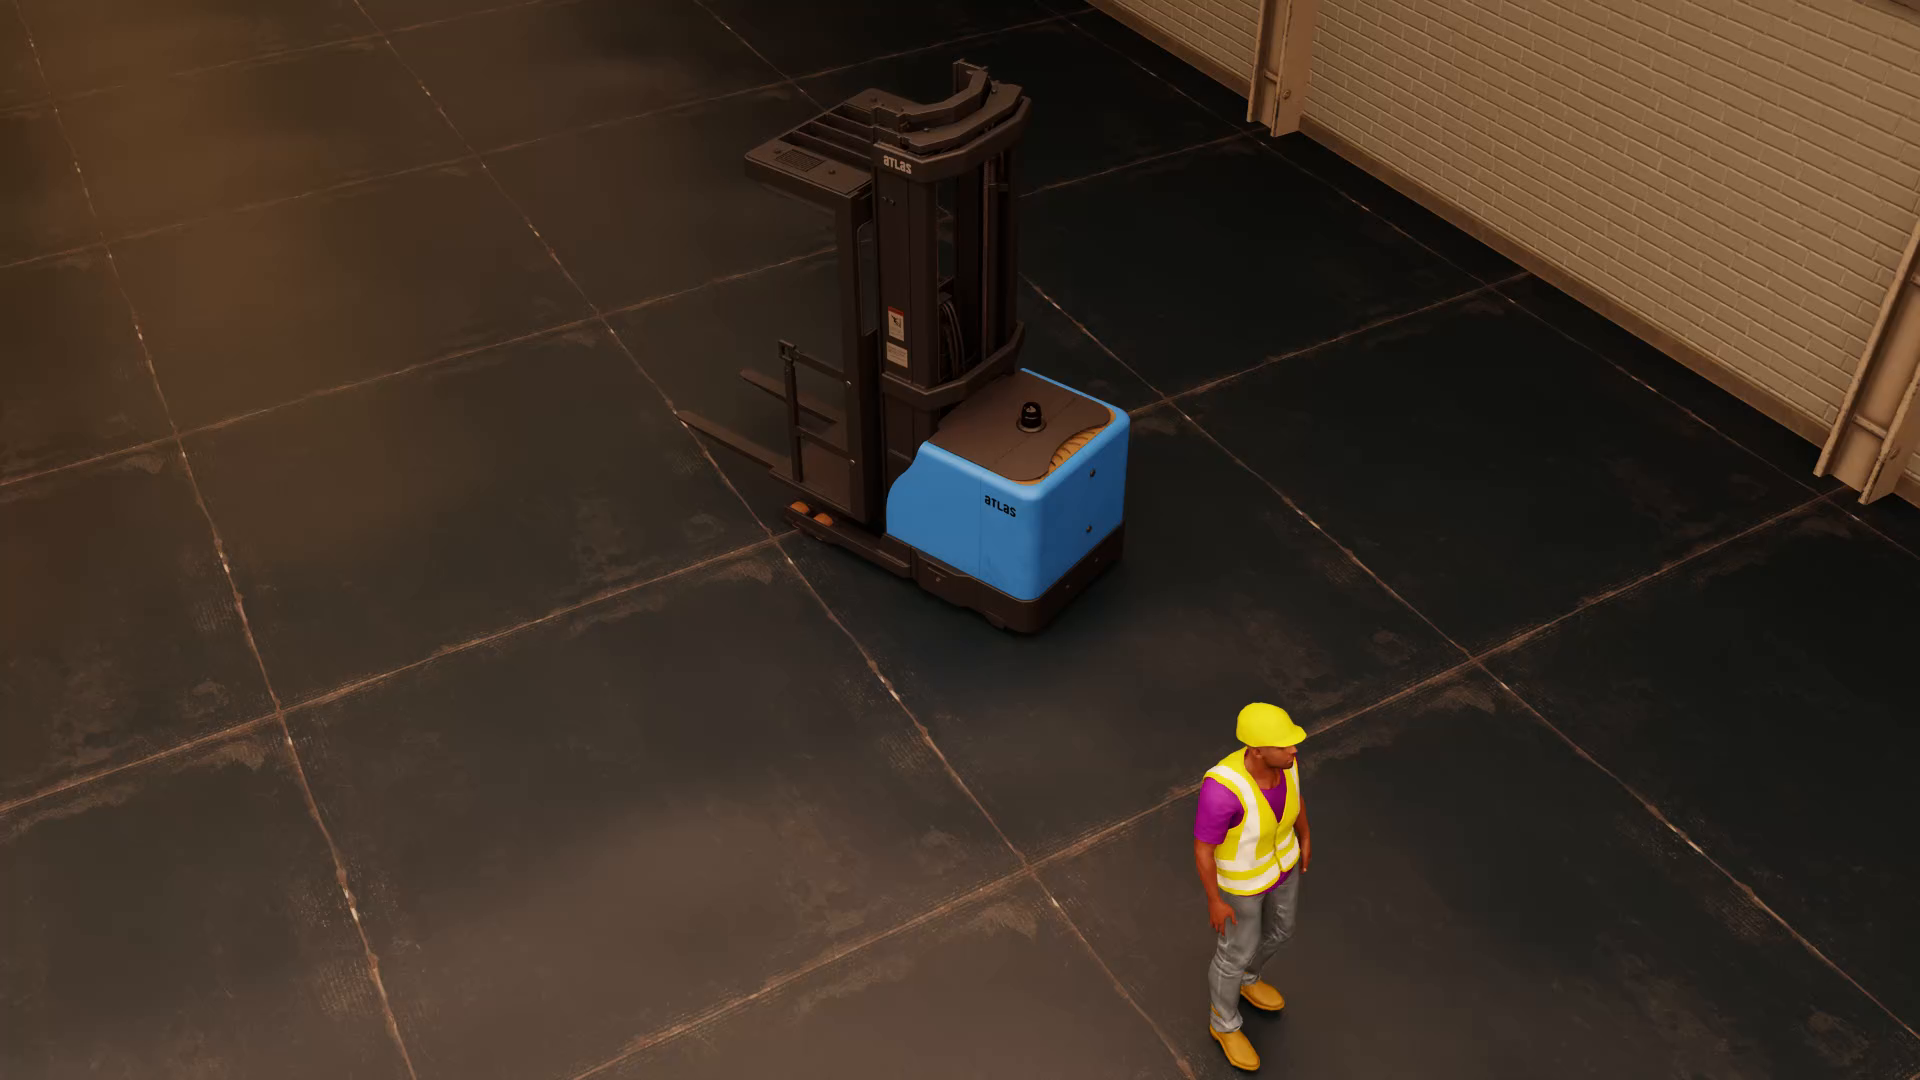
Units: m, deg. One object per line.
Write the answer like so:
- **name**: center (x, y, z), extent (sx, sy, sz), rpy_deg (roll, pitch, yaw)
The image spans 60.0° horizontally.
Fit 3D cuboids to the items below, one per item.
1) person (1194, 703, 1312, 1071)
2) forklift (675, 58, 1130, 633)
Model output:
- **person**: center (1.321, 1.456, 7.188), extent (0.666, 1.755, 0.591), rpy_deg (-31, 49, -32)
- **forklift**: center (-0.481, -1.366, 9.683), extent (3.031, 2.935, 1.130), rpy_deg (26, 46, 28)
